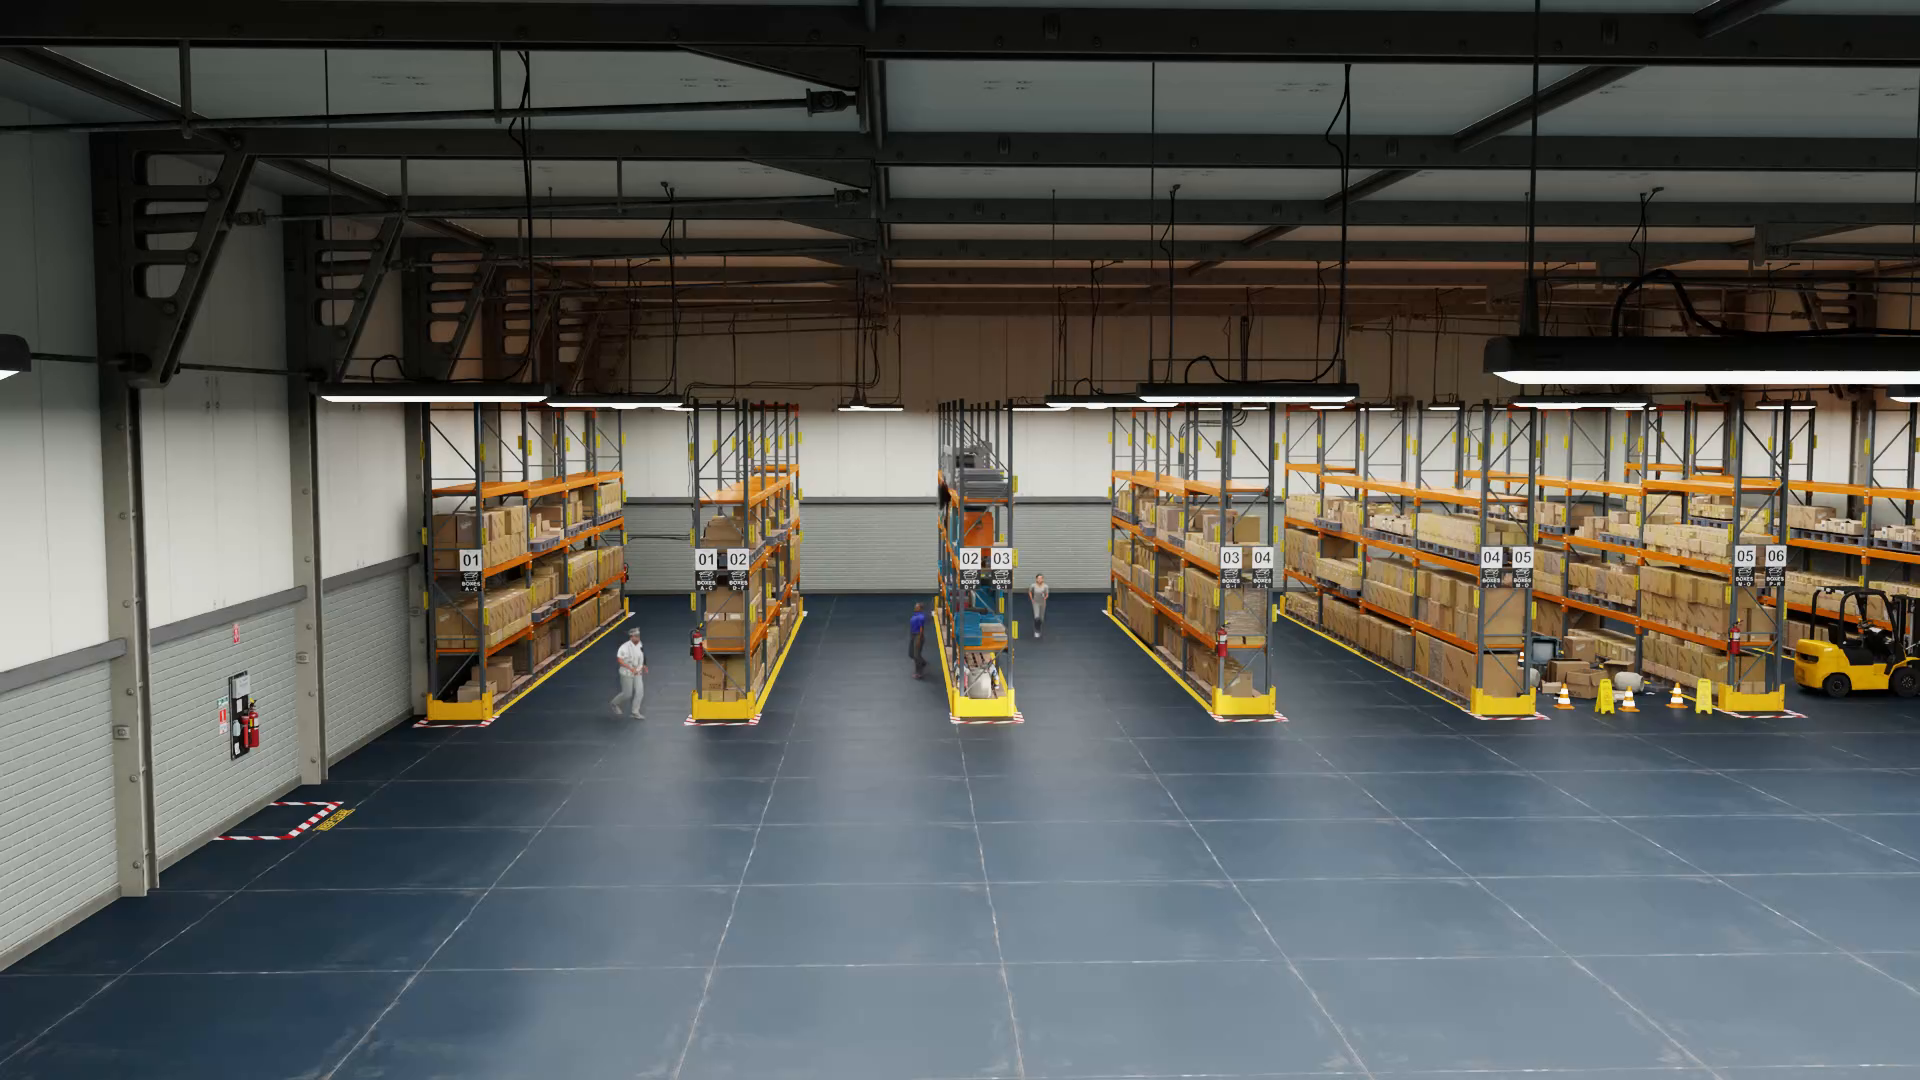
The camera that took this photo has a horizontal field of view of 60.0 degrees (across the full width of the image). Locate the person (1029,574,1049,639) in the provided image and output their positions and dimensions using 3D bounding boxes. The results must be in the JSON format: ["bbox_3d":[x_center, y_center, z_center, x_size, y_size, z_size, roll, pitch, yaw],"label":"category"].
[{"bbox_3d":[2.022,1.678,42.427,0.495,1.650,0.751,0,4,-6],"label":"person"}]

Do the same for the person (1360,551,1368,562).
[{"bbox_3d":[12.018,1.097,49.711,0.860,1.800,0.641,-1,4,-15],"label":"person"}]

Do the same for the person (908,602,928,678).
[{"bbox_3d":[-0.890,2.161,36.217,0.582,1.634,0.661,-3,5,-32],"label":"person"}]

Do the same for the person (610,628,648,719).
[{"bbox_3d":[-6.252,2.499,31.280,0.809,1.722,0.661,3,5,37],"label":"person"}]
